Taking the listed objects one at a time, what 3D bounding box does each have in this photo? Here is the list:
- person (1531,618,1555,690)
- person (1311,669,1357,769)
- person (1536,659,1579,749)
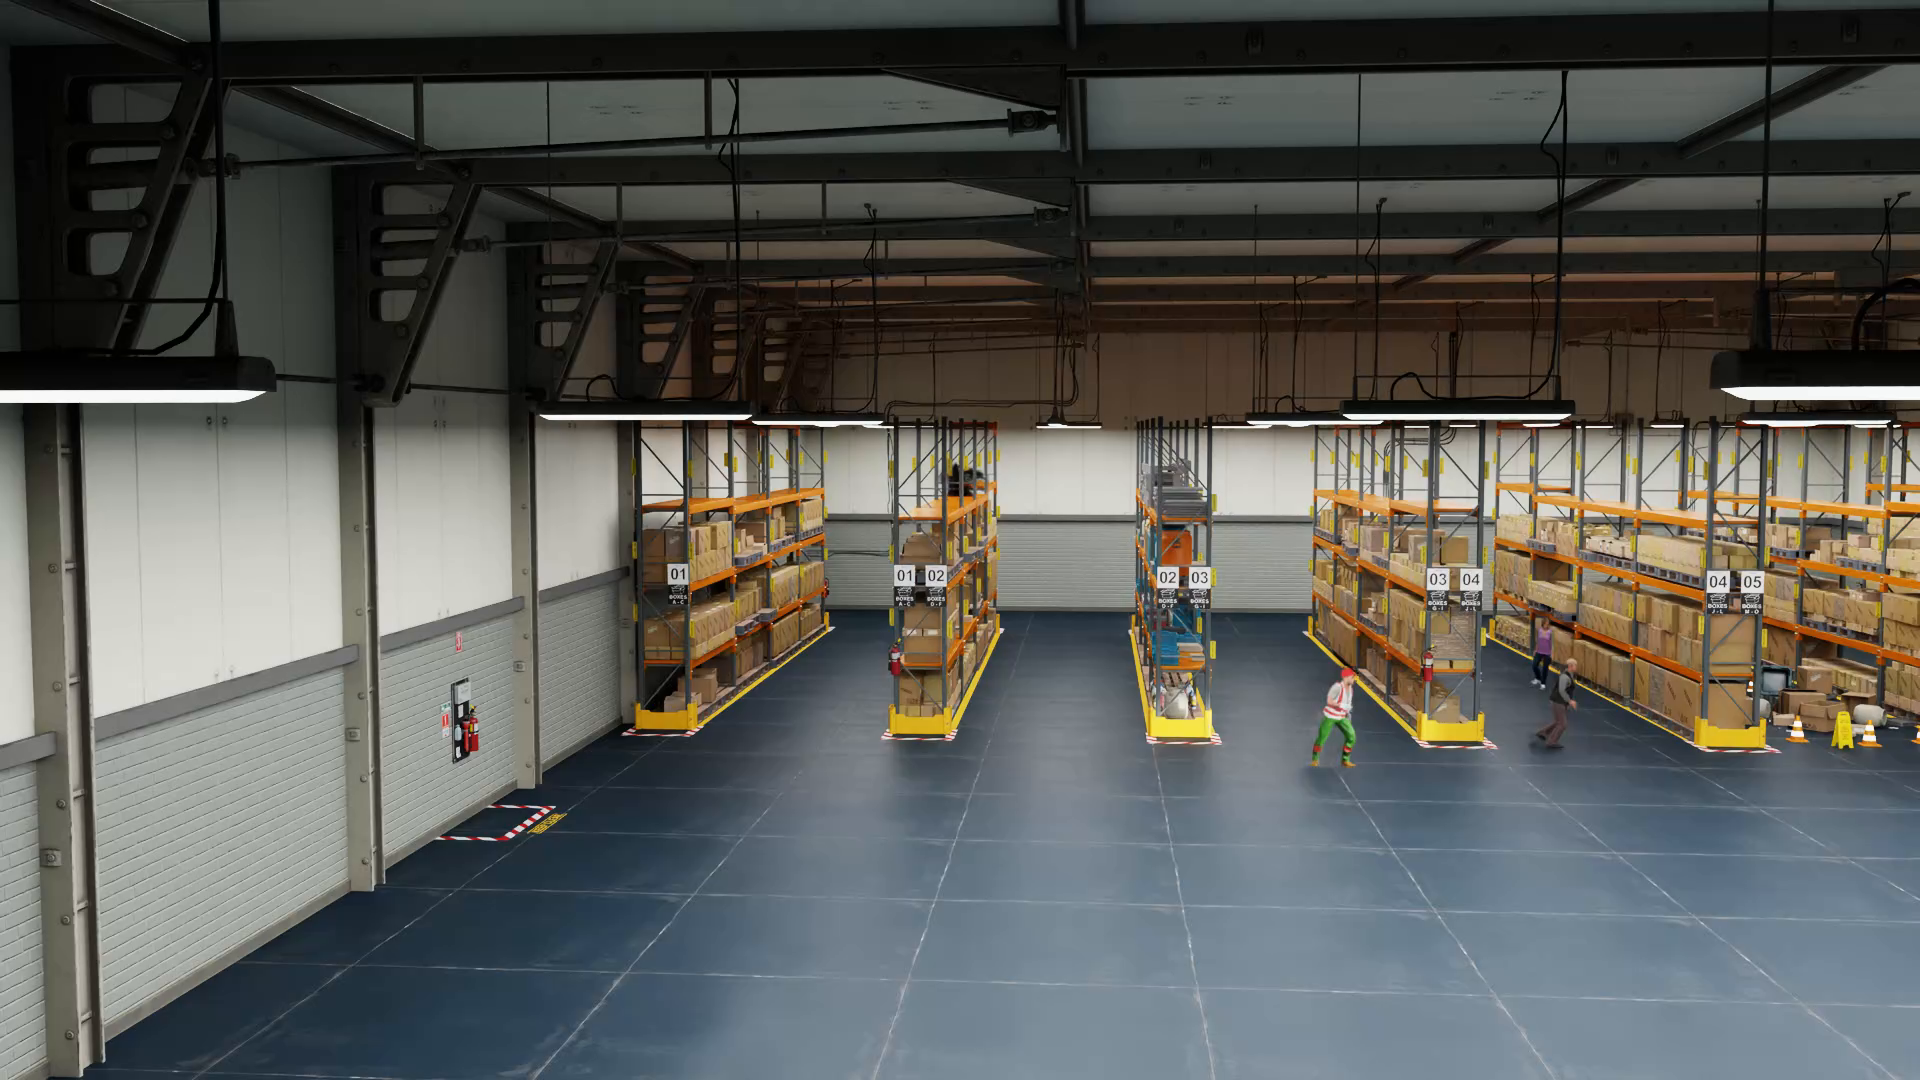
[{"bbox_3d":[12.927,2.532,36.864,0.537,1.604,0.440,3,5,36],"label":"person"},{"bbox_3d":[6.437,3.032,28.316,0.725,1.697,0.821,-2,4,-29],"label":"person"},{"bbox_3d":[10.765,2.943,29.980,0.742,1.647,0.631,2,4,28],"label":"person"}]
